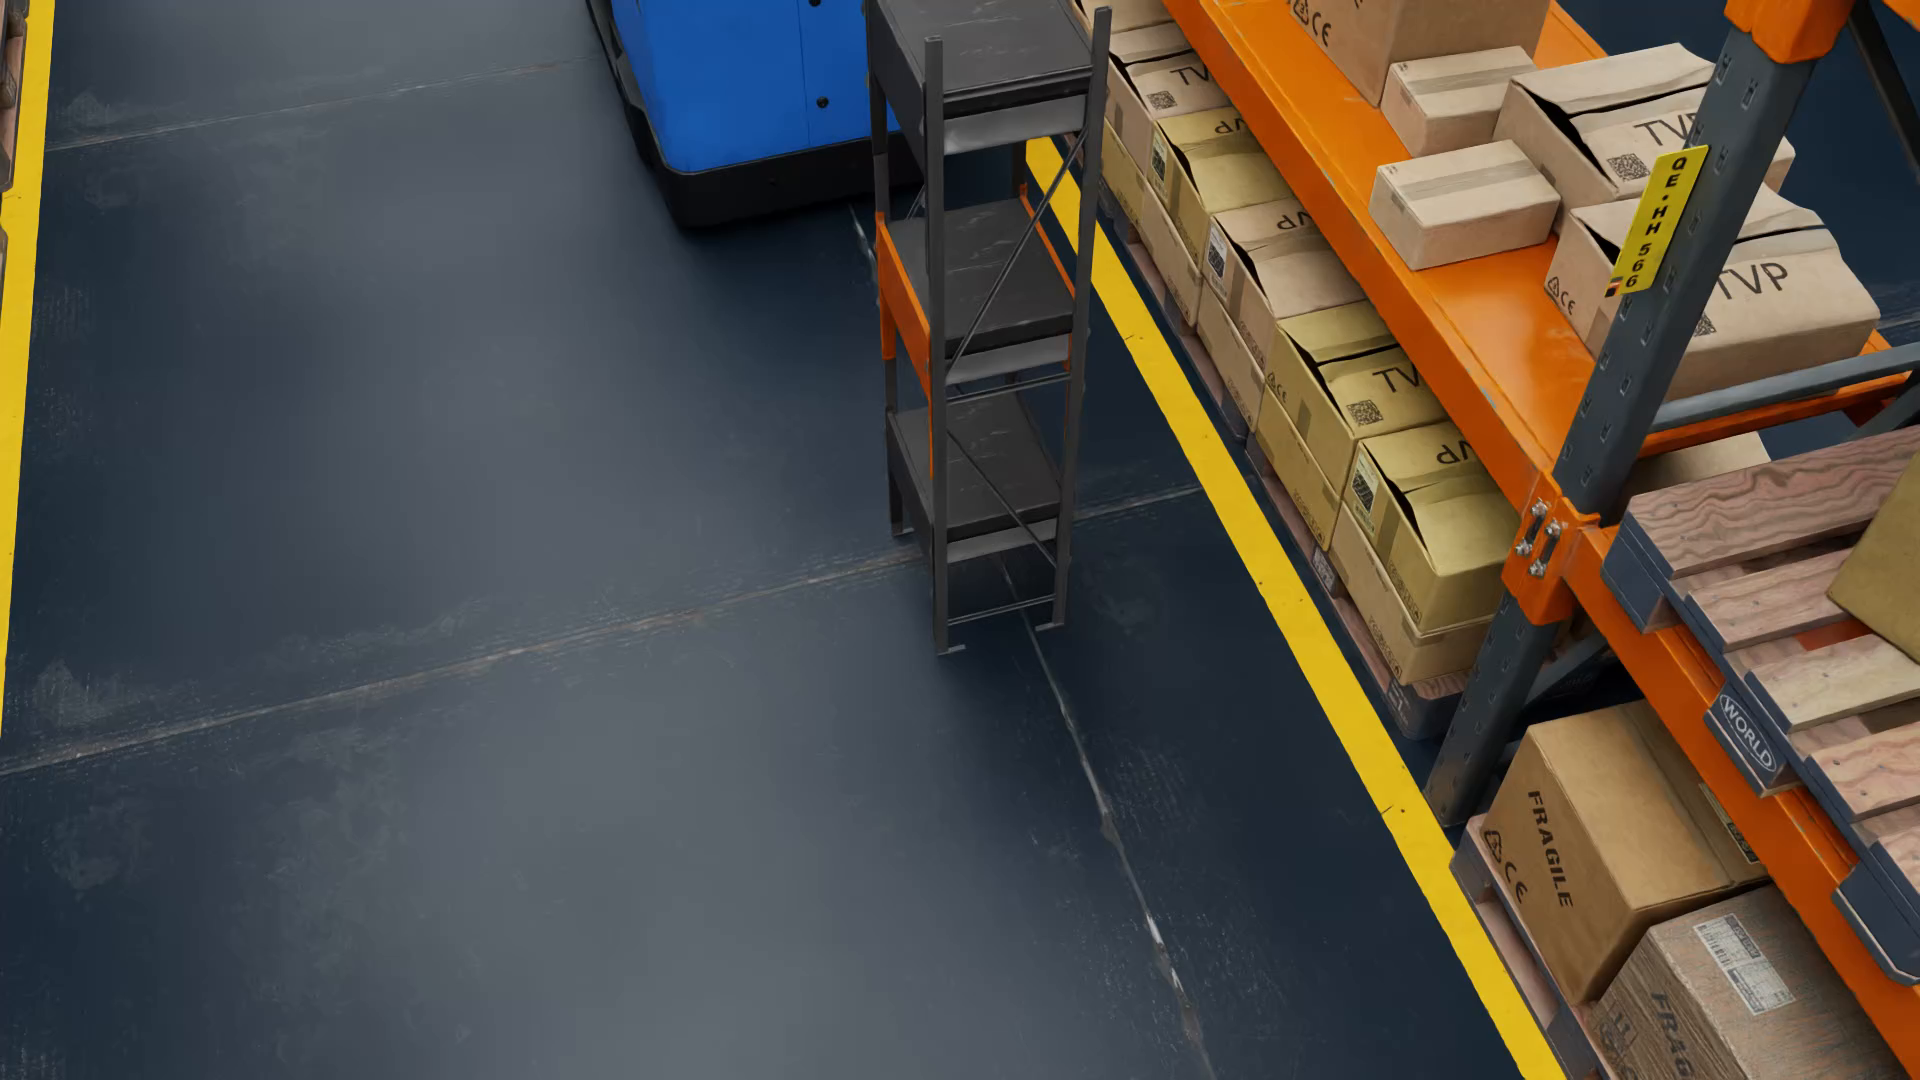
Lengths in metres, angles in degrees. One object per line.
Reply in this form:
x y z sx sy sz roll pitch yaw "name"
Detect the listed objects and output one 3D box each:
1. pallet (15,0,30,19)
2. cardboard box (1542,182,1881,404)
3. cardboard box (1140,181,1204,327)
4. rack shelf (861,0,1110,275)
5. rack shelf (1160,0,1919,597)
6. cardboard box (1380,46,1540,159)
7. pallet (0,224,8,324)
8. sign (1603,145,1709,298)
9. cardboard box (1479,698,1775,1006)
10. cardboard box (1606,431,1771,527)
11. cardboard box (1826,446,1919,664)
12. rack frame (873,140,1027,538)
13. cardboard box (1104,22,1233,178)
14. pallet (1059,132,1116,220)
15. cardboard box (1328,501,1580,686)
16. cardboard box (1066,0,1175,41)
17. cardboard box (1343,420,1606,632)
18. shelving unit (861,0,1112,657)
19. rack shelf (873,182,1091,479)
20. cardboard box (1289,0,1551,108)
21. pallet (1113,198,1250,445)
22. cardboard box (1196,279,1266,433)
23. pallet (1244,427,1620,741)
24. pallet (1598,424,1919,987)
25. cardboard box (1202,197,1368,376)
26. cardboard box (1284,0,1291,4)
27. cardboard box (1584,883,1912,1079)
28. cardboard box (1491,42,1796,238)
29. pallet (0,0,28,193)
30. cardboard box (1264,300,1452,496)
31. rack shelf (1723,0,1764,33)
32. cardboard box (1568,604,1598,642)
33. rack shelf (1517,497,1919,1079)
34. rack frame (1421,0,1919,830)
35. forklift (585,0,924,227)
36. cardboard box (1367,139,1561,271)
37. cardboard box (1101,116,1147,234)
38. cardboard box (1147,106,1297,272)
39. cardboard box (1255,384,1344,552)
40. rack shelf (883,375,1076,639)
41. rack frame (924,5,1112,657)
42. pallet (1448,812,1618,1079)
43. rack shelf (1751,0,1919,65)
-4.652 -2.625 7.325 1.003 0.211 1.213 -13 51 -11 "pallet"
1.721 -0.574 3.830 0.500 0.311 0.500 -10 51 -9 "cardboard box"
0.942 -1.024 5.675 0.500 0.250 0.500 -12 51 -10 "cardboard box"
0.049 -0.998 3.821 0.431 0.518 0.480 -13 51 -11 "rack shelf"
1.196 -1.556 5.070 1.077 0.370 4.000 -13 51 -11 "rack shelf"
1.356 -1.164 4.434 0.380 0.149 0.250 -10 51 -8 "cardboard box"
-3.859 -0.667 5.675 1.003 0.211 1.213 -13 51 -11 "pallet"
1.258 -0.572 3.013 0.100 0.325 0.005 -13 51 -11 "sign"
1.649 0.734 4.016 0.500 0.500 0.500 -11 51 -9 "cardboard box"
1.913 -0.206 4.618 0.500 0.311 0.500 -12 51 -10 "cardboard box"
2.081 -0.060 2.998 0.700 0.500 0.500 -30 56 -23 "cardboard box"
-0.023 -0.734 4.496 0.400 2.100 0.015 -13 51 -11 "rack frame"
0.786 -1.575 5.773 0.500 0.311 0.500 -15 51 -12 "cardboard box"
0.859 -1.820 6.646 1.003 0.211 1.213 -13 51 -11 "pallet"
1.398 0.095 4.732 0.500 0.250 0.500 -12 51 -10 "cardboard box"
0.631 -1.953 6.092 0.500 0.311 0.500 -14 51 -11 "cardboard box"
1.397 -0.083 4.515 0.500 0.311 0.500 -12 51 -10 "cardboard box"
0.049 -0.556 4.345 0.431 2.100 0.503 -13 51 -11 "shelving unit"
0.049 -0.547 4.356 0.431 0.518 0.480 -13 51 -11 "rack shelf"
1.275 -1.581 4.555 0.500 0.500 0.500 -16 52 -13 "cardboard box"
1.224 -0.928 5.894 1.003 0.211 1.213 -13 51 -11 "pallet"
1.097 -0.649 5.359 0.500 0.250 0.500 -12 51 -10 "cardboard box"
1.581 -0.038 5.144 1.003 0.211 1.213 -13 51 -11 "pallet"
2.055 0.214 3.233 1.213 0.211 1.003 -13 51 -11 "pallet"
1.090 -0.831 5.146 0.500 0.311 0.500 -14 51 -11 "cardboard box"
1.120 -1.965 4.879 0.500 0.500 0.500 -13 51 -11 "cardboard box"
1.809 1.115 3.695 0.500 0.500 0.500 -15 51 -12 "cardboard box"
1.708 -0.995 4.185 0.500 0.311 0.500 -14 51 -11 "cardboard box"
-4.288 -1.732 6.572 1.003 0.211 1.213 -13 51 -11 "pallet"
1.237 -0.462 4.834 0.500 0.311 0.500 -14 51 -12 "cardboard box"
1.196 -2.522 3.923 1.077 0.370 4.000 -13 51 -11 "rack shelf"
1.913 -0.025 4.833 0.500 0.250 0.500 -13 51 -11 "cardboard box"
2.379 1.366 2.607 1.077 0.370 4.000 -13 51 -11 "rack shelf"
1.787 -0.327 3.564 1.000 3.000 0.127 -13 51 -11 "rack frame"
-1.029 -3.254 6.076 1.130 2.935 3.031 -15 51 -12 "forklift"
1.257 -0.840 4.161 0.380 0.149 0.250 -13 51 -11 "cardboard box"
0.792 -1.395 5.988 0.500 0.250 0.500 -15 51 -12 "cardboard box"
0.944 -1.197 5.454 0.500 0.311 0.500 -12 51 -10 "cardboard box"
1.243 -0.281 5.048 0.500 0.250 0.500 -14 51 -11 "cardboard box"
0.049 -0.096 4.891 0.431 0.518 0.480 -13 51 -11 "rack shelf"
0.121 -0.378 4.195 0.400 2.100 0.015 -13 51 -11 "rack frame"
1.972 1.126 4.163 1.003 0.211 1.213 -13 51 -11 "pallet"
2.379 0.399 1.460 1.077 0.370 4.000 -13 51 -11 "rack shelf"
